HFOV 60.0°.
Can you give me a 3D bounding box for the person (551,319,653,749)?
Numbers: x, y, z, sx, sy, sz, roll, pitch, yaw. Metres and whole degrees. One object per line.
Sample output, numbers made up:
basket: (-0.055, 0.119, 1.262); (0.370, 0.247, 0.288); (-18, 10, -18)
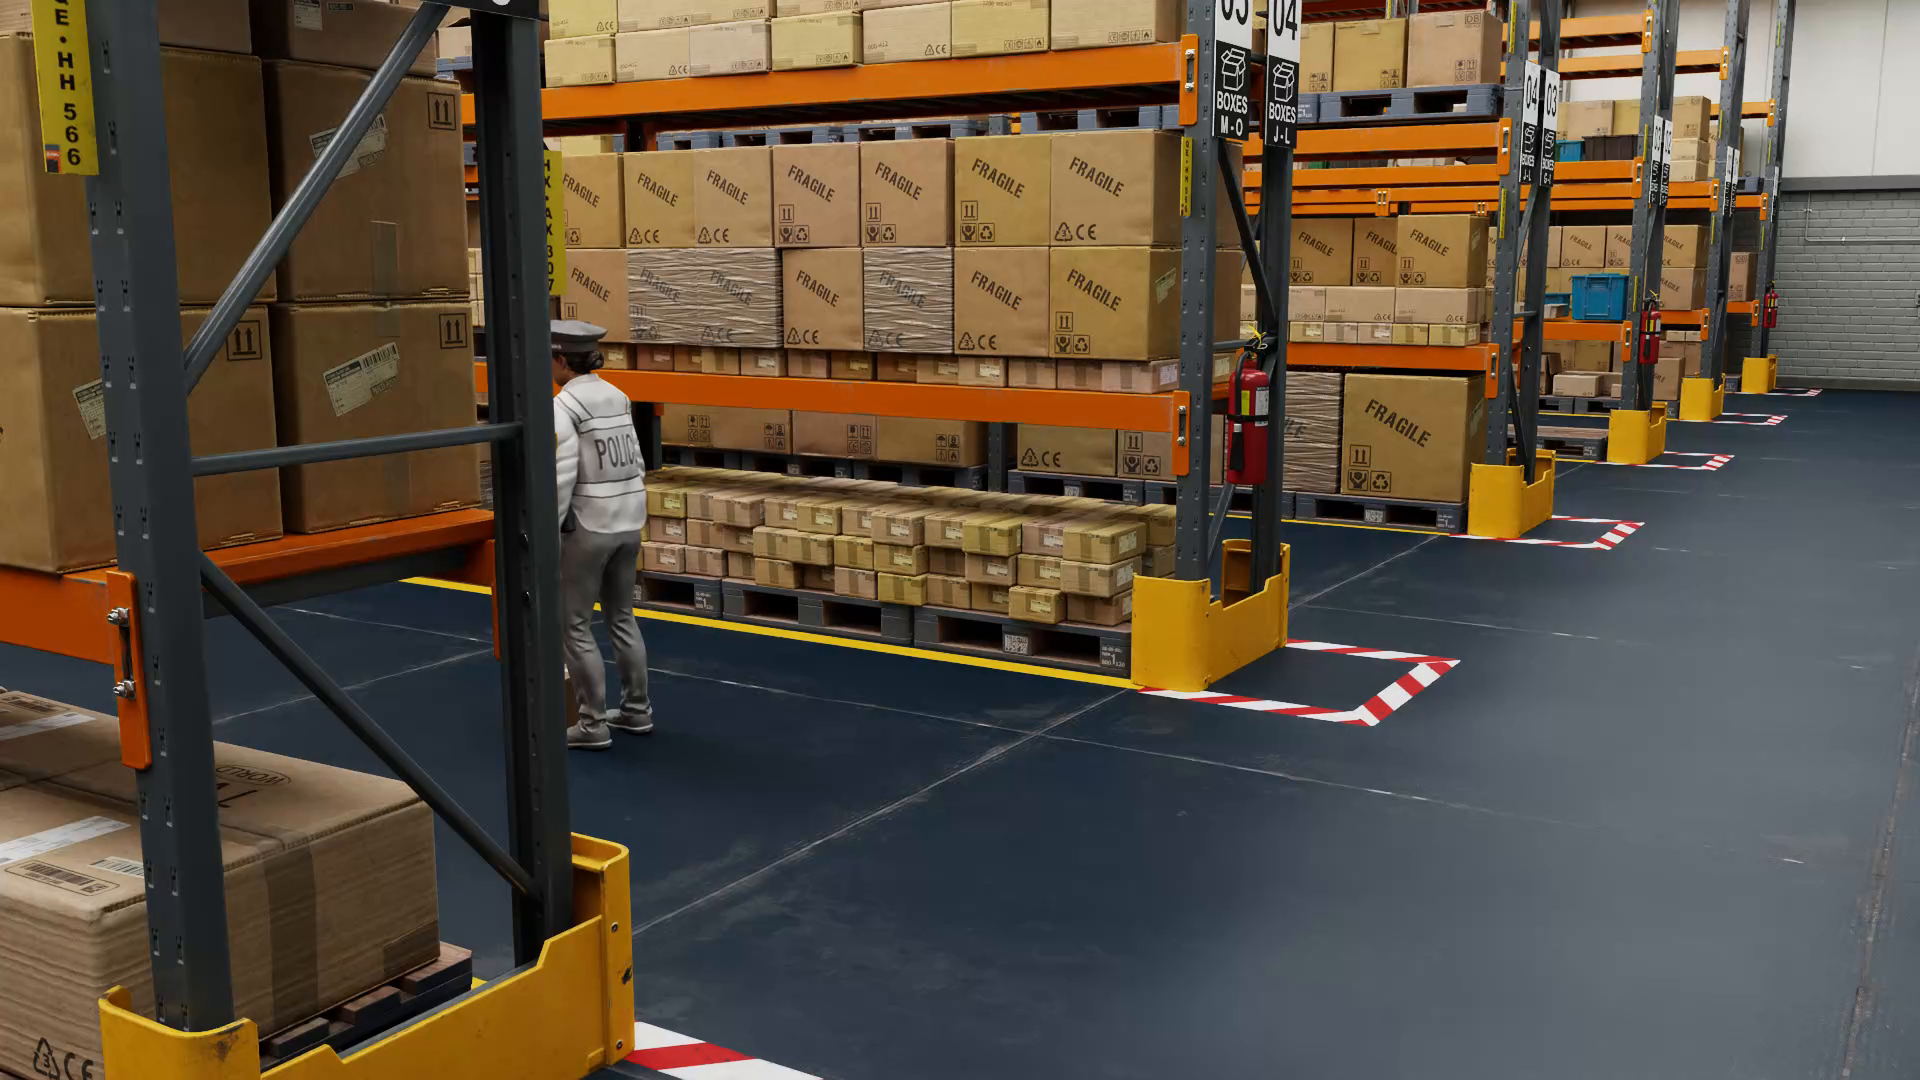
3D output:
person: (-1.433, -0.022, 6.492); (0.369, 1.667, 0.547); (5, 11, 28)
